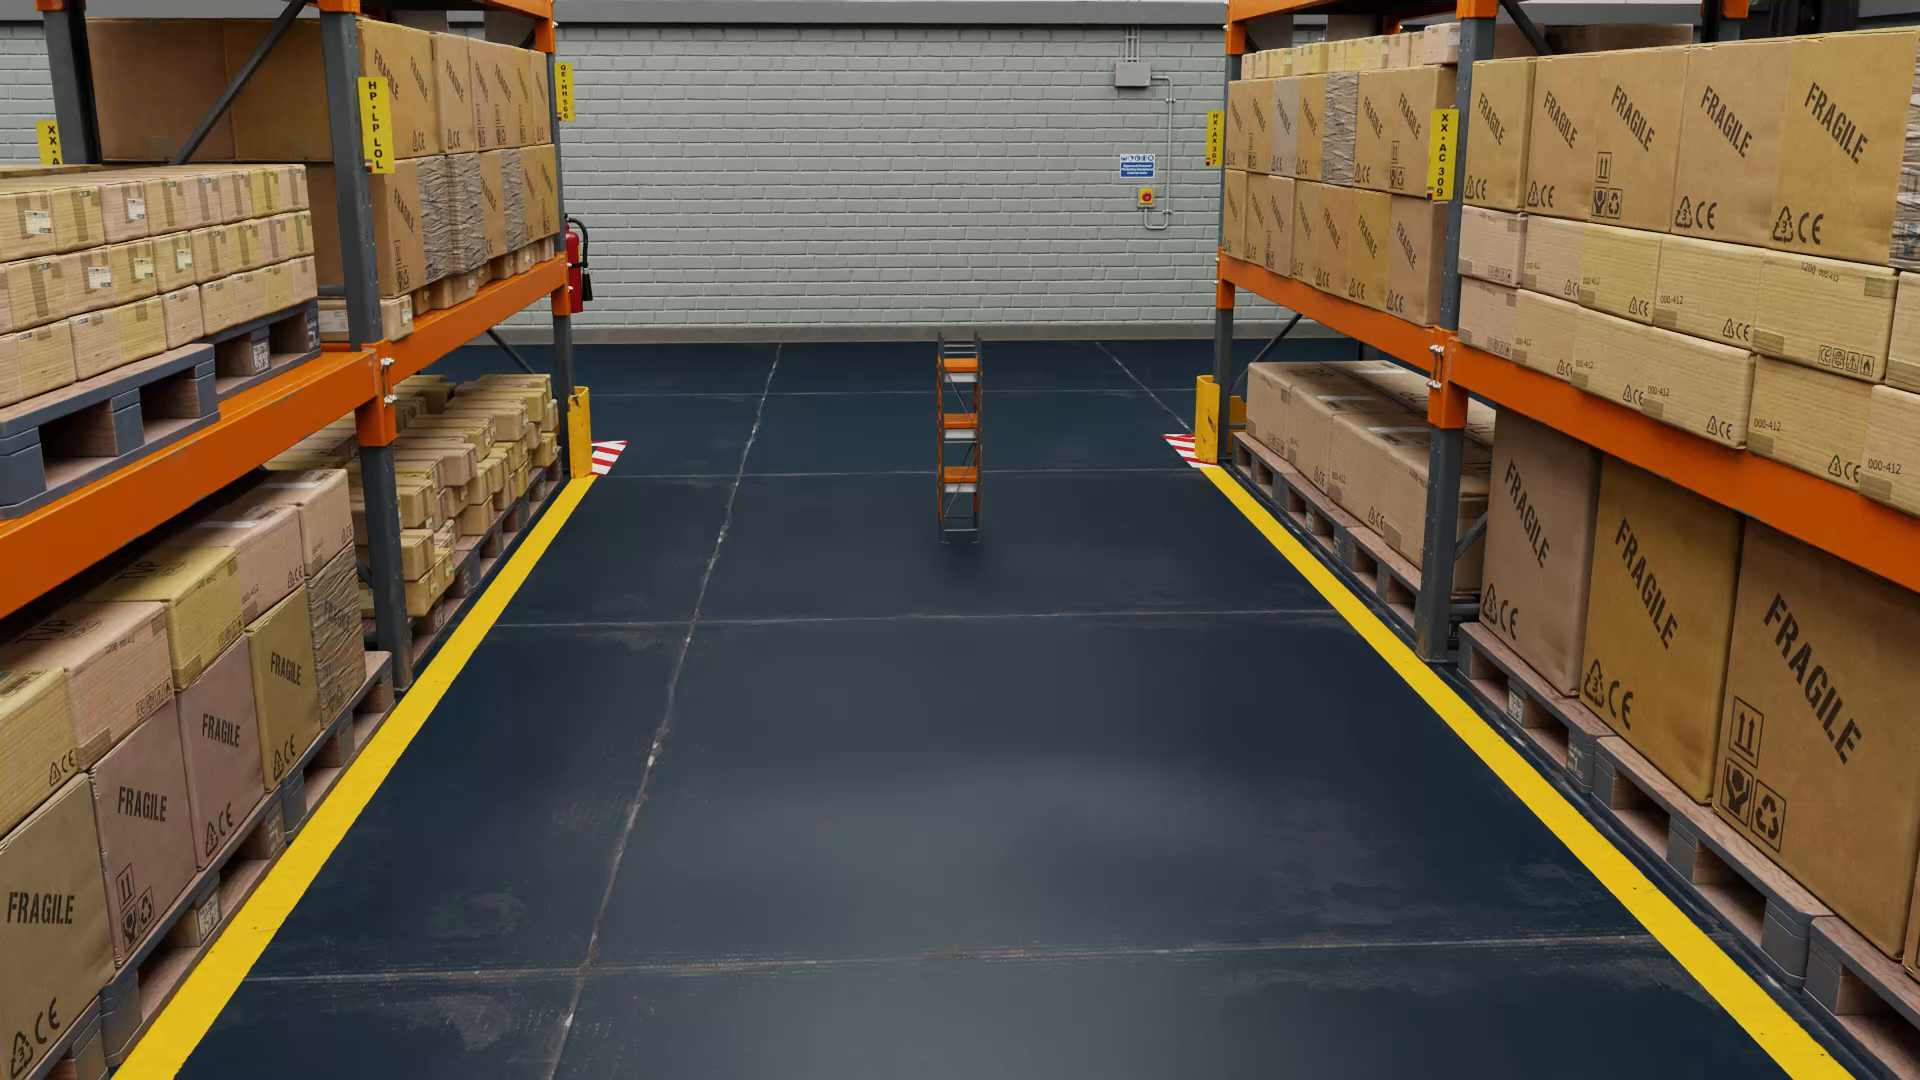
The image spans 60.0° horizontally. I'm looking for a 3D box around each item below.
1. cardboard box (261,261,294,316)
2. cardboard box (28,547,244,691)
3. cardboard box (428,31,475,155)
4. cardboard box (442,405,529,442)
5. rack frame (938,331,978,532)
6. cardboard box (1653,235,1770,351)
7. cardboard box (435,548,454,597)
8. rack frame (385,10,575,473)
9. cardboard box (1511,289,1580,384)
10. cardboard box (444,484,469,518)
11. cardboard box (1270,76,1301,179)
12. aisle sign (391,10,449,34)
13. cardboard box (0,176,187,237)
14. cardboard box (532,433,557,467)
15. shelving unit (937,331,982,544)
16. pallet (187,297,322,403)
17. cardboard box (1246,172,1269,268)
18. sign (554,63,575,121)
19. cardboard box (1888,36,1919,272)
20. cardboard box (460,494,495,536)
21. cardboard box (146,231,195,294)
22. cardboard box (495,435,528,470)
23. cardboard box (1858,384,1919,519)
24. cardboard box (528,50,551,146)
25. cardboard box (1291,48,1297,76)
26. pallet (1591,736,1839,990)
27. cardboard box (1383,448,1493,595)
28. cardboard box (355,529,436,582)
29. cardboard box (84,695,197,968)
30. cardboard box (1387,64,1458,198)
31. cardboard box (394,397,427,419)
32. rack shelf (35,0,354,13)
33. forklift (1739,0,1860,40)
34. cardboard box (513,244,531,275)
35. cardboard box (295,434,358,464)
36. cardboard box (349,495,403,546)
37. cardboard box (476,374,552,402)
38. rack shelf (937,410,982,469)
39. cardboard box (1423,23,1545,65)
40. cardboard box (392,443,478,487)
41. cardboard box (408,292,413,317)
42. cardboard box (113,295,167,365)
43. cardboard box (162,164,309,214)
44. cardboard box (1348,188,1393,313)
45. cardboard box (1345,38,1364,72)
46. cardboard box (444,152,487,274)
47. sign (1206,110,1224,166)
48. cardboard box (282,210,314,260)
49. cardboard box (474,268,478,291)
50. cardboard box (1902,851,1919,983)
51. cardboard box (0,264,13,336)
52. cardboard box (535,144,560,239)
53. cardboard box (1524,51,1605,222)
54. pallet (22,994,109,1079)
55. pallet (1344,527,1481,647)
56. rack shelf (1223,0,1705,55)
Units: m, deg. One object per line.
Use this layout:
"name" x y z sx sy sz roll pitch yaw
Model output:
"cardboard box" -2.354 -0.800 5.276 0.380 0.149 0.250 -1 14 -3
"cardboard box" -2.229 0.206 4.373 0.500 0.250 0.500 -2 15 -6
"cardboard box" -2.425 -1.925 7.185 0.500 0.500 0.500 -1 14 -3
"cardboard box" -2.429 -0.599 8.519 0.380 0.149 0.250 0 14 -1
"rack frame" -0.011 -0.552 8.565 0.200 1.050 0.008 -1 14 -3
"cardboard box" 2.185 -0.655 4.348 0.500 0.250 0.500 -1 14 -5
"cardboard box" -2.311 0.137 6.851 0.380 0.149 0.250 0 14 -2
"rack frame" -2.841 -1.873 9.786 1.000 3.000 0.127 -1 14 -3
"cardboard box" 2.139 -0.665 5.392 0.500 0.250 0.500 -1 14 -5
"cardboard box" -2.460 -0.198 7.556 0.380 0.149 0.250 0 14 -1
"cardboard box" 1.918 -2.127 8.567 0.500 0.500 0.500 -1 14 -4
"aisle sign" -3.145 -3.146 9.515 0.394 0.787 0.004 -1 14 -3
"cardboard box" -2.314 -0.894 4.447 0.380 0.149 0.250 -1 14 -5
"cardboard box" -2.483 -0.506 9.350 0.380 0.149 0.250 0 14 -2
"shelving unit" -0.003 -0.522 8.447 0.215 1.050 0.252 -1 14 -3
"pallet" -2.691 -0.593 5.196 1.003 0.211 1.213 -1 14 -3
"cardboard box" 1.896 -1.774 9.200 0.500 0.500 0.500 -1 14 -4
"sign" -2.286 -2.590 9.616 0.100 0.325 0.005 -1 14 -3
"cardboard box" 2.256 -0.770 3.290 0.500 0.500 0.500 -1 14 -2
"cardboard box" -2.416 -0.118 7.846 0.380 0.149 0.250 -1 14 -5
"cardboard box" -2.305 -0.748 4.479 0.380 0.149 0.250 -2 15 -6
"cardboard box" -2.444 -0.455 8.557 0.380 0.149 0.250 -1 14 -3
"cardboard box" 2.251 -0.161 3.433 0.500 0.250 0.500 -1 14 -2
"cardboard box" -2.564 -2.440 9.185 0.500 0.500 0.500 -1 14 -5
"cardboard box" 1.931 -2.469 8.592 0.380 0.149 0.250 -1 14 -3
"pallet" 2.543 0.866 4.739 1.003 0.211 1.213 -1 14 -3
"cardboard box" 2.409 -0.100 7.195 0.875 0.438 0.875 -1 14 -4
"cardboard box" -2.296 0.060 6.555 0.380 0.149 0.250 0 14 -1
"cardboard box" -2.206 0.691 3.993 0.500 0.500 0.500 -1 14 -5
"cardboard box" 2.036 -1.625 6.617 0.500 0.500 0.500 -1 14 -4
"cardboard box" -3.025 -0.657 8.743 0.380 0.149 0.250 -2 15 -6
"rack shelf" -2.469 -1.485 3.702 1.077 0.370 4.000 -1 14 -3
"forklift" 5.072 -1.740 9.409 1.130 2.935 3.031 -10 18 -35
"cardboard box" -2.491 -1.487 8.790 0.380 0.149 0.250 0 14 -2
"cardboard box" -3.029 -0.397 7.733 0.380 0.149 0.250 -1 14 -5
"cardboard box" -2.408 -0.078 6.494 0.380 0.149 0.250 0 14 -1
"cardboard box" -2.555 -0.856 9.518 0.380 0.149 0.250 -1 14 -3
"rack shelf" -0.003 -0.511 8.450 0.215 0.259 0.240 -1 14 -3
"cardboard box" 2.004 -1.898 6.375 0.380 0.149 0.250 -1 14 -5
"cardboard box" -2.404 -0.339 7.507 0.380 0.149 0.250 -1 14 -2
"cardboard box" -2.443 -0.961 6.744 0.380 0.149 0.250 -2 15 -6
"cardboard box" -2.287 -0.540 4.268 0.380 0.149 0.250 0 14 -1
"cardboard box" -2.373 -1.151 5.448 0.380 0.149 0.250 0 14 -1
"cardboard box" 2.020 -1.267 7.232 0.500 0.500 0.500 -1 14 -5
"cardboard box" 1.988 -2.217 7.615 0.380 0.149 0.250 -1 14 -5
"cardboard box" -2.405 -1.446 7.331 0.500 0.500 0.500 -1 14 -5
"sign" 1.539 -2.425 10.036 0.100 0.325 0.005 -1 14 -3
"cardboard box" -2.371 -1.008 5.489 0.380 0.149 0.250 0 14 -2
"cardboard box" -2.477 -1.225 7.771 0.380 0.149 0.250 0 14 -1
"cardboard box" 2.629 0.668 3.333 0.875 0.875 0.875 -1 14 -4
"cardboard box" -2.244 -0.491 3.479 0.380 0.149 0.250 -1 14 -3
"cardboard box" -2.556 -1.958 9.318 0.500 0.500 0.500 -1 14 -2
"cardboard box" 2.141 -1.272 5.245 0.500 0.500 0.500 -1 14 -4
"pallet" -2.392 1.273 3.156 1.003 0.211 1.213 -1 14 -3
"pallet" 2.372 0.180 7.402 1.003 0.211 1.213 -1 14 -3
"rack shelf" 2.217 -2.581 7.963 1.077 0.370 4.000 -1 14 -3
